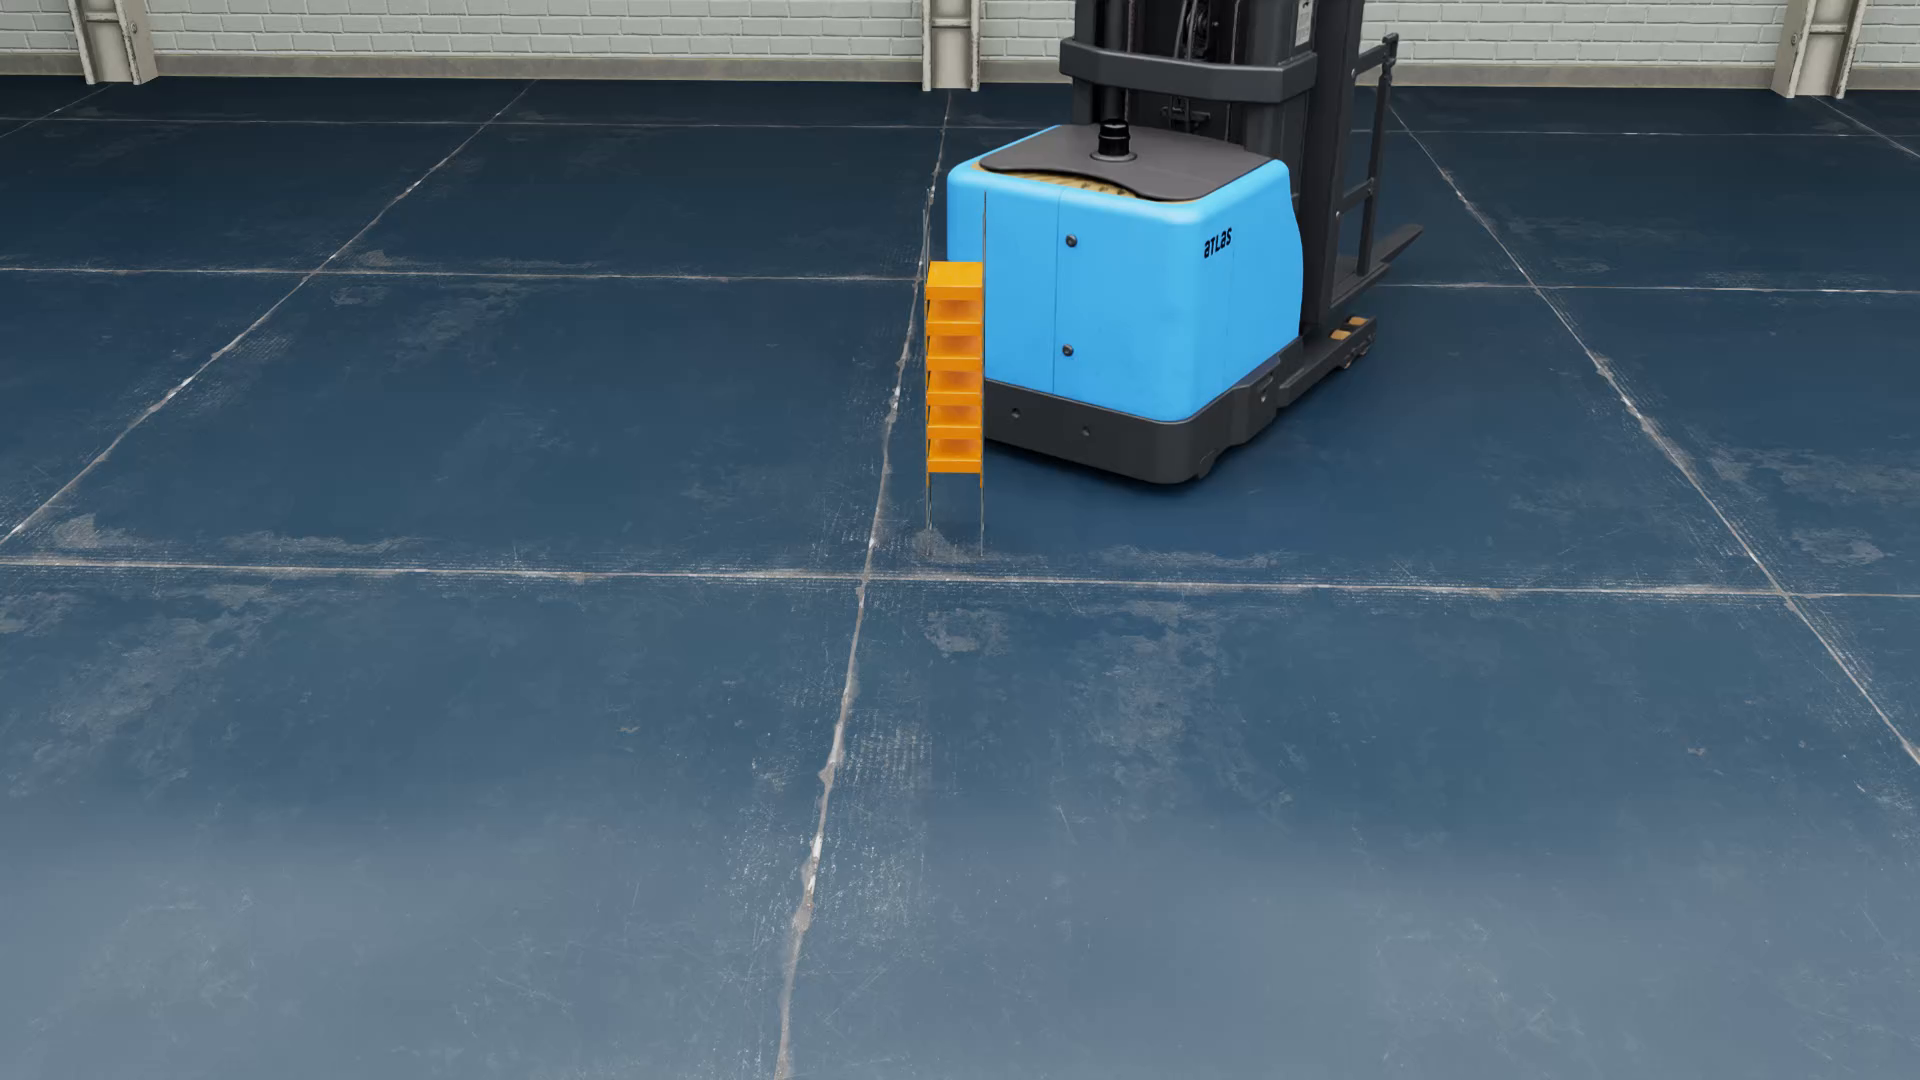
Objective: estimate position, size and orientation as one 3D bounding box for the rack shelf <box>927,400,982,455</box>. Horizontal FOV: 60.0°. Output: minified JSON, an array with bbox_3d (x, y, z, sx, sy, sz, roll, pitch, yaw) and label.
[{"bbox_3d":[-0.014,-0.385,5.546,0.180,0.103,0.258,1,28,2],"label":"rack shelf"}]

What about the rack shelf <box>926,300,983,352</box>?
[{"bbox_3d":[-0.014,-0.703,5.378,0.180,0.103,0.258,1,28,2],"label":"rack shelf"}]

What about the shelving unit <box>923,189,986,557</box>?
[{"bbox_3d":[-0.014,-0.530,5.469,0.189,1.200,0.258,1,28,2],"label":"shelving unit"}]

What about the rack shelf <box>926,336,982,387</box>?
[{"bbox_3d":[-0.014,-0.597,5.434,0.180,0.103,0.258,1,28,2],"label":"rack shelf"}]

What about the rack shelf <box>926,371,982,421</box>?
[{"bbox_3d":[-0.014,-0.491,5.490,0.180,0.103,0.258,1,28,2],"label":"rack shelf"}]

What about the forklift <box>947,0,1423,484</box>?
[{"bbox_3d":[1.168,-2.139,6.655,1.130,2.935,3.031,17,32,29],"label":"forklift"}]

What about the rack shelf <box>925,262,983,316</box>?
[{"bbox_3d":[-0.014,-0.809,5.322,0.180,0.103,0.258,1,28,2],"label":"rack shelf"}]

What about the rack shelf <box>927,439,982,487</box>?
[{"bbox_3d":[-0.014,-0.279,5.603,0.180,0.103,0.258,1,28,2],"label":"rack shelf"}]

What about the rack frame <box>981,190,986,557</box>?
[{"bbox_3d":[0.077,-0.529,5.467,0.006,1.200,0.240,1,28,2],"label":"rack frame"}]

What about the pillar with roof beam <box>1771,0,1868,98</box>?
[{"bbox_3d":[5.784,-5.098,5.759,0.400,9.000,9.100,1,28,2],"label":"pillar with roof beam"}]

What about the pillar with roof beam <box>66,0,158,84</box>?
[{"bbox_3d":[-6.209,-5.296,6.133,0.400,9.000,9.100,1,28,2],"label":"pillar with roof beam"}]

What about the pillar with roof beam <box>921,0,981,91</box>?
[{"bbox_3d":[-0.212,-5.197,5.946,0.400,9.000,9.100,1,28,2],"label":"pillar with roof beam"}]

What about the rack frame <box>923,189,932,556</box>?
[{"bbox_3d":[-0.106,-0.532,5.472,0.006,1.200,0.240,1,28,2],"label":"rack frame"}]
